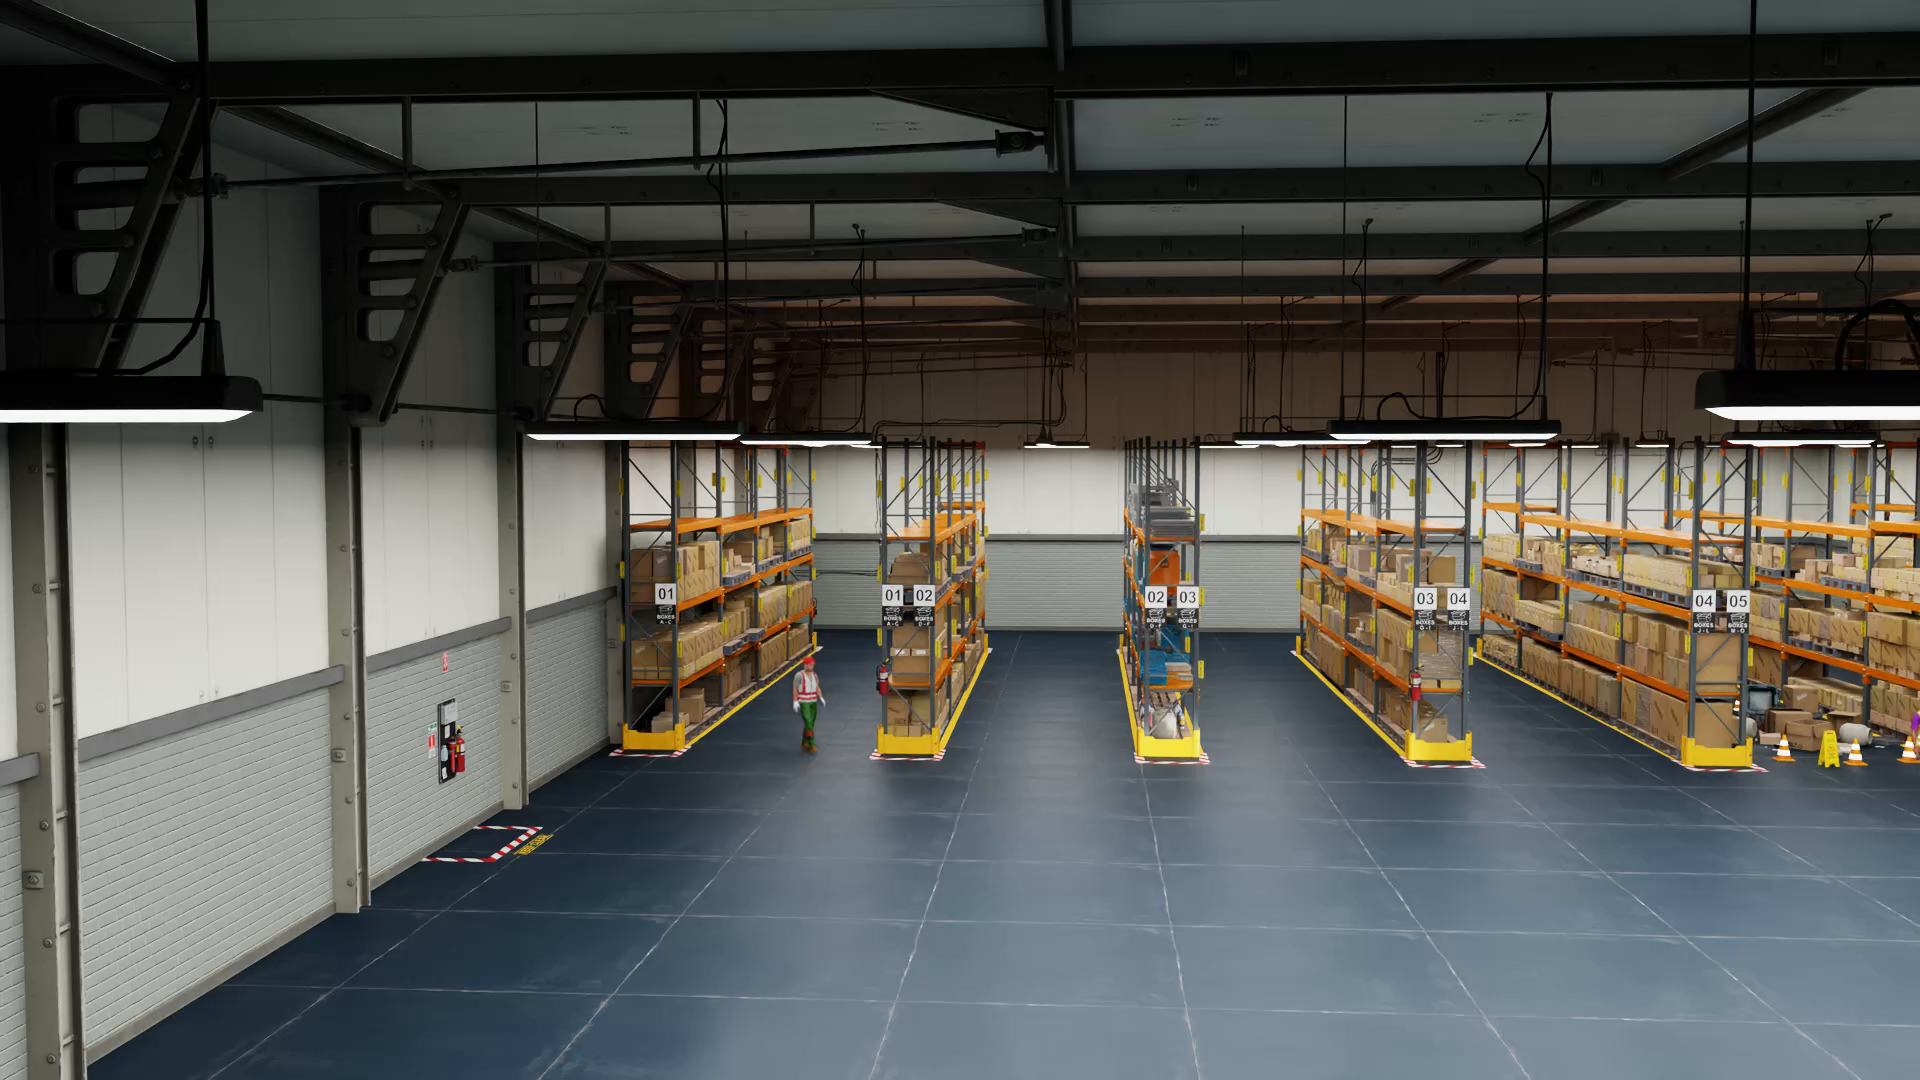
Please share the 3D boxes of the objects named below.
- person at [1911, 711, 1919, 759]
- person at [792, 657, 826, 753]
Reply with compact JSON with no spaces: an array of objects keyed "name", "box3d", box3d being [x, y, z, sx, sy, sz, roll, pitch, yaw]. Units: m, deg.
[{"name":"person","box3d":[15.818,3.379,27.072,0.607,1.725,0.891,2,4,34]},{"name":"person","box3d":[-2.834,3.142,31.839,0.559,1.790,0.795,-3,4,-44]}]
